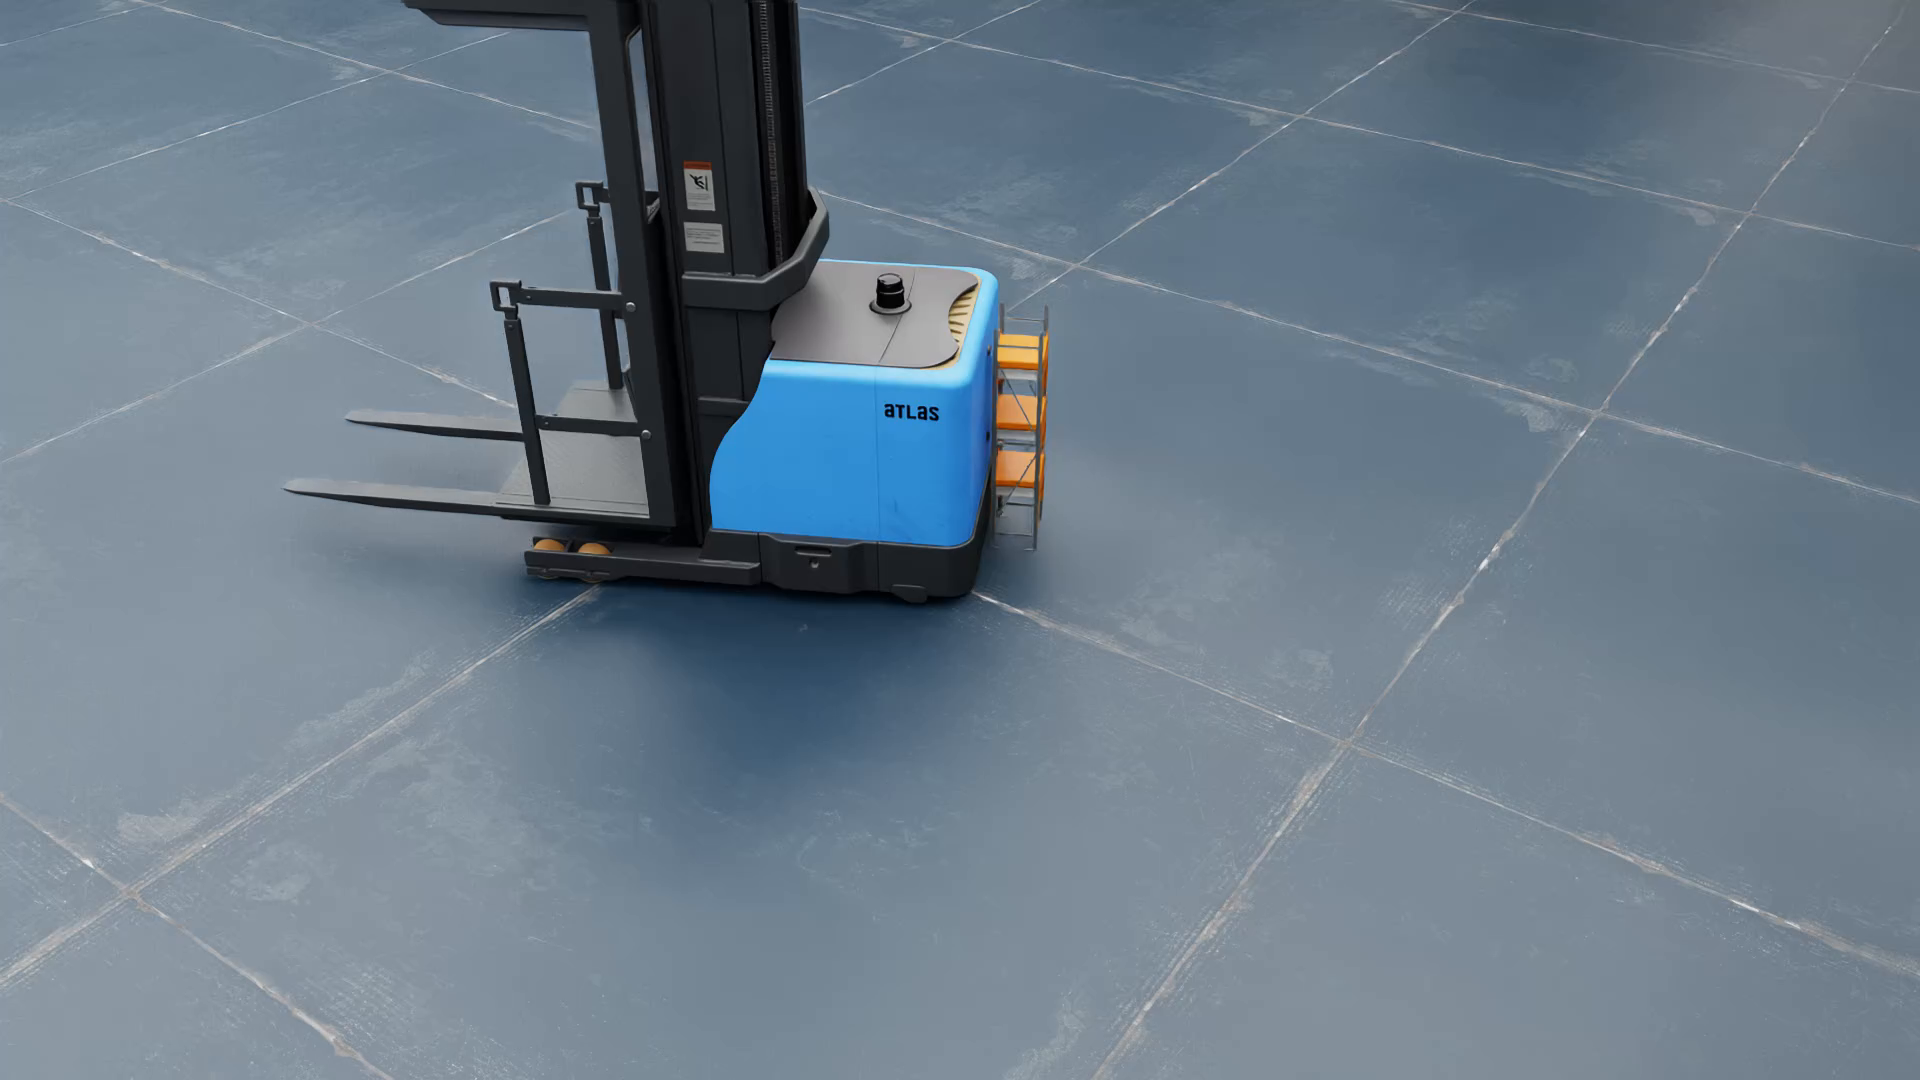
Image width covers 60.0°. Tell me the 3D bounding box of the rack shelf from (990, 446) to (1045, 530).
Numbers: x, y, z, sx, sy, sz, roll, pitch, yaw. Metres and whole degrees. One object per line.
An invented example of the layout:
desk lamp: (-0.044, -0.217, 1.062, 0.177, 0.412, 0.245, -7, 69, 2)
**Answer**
rack shelf: (0.248, -0.224, 7.159, 0.215, 0.259, 0.240, 4, 34, 6)

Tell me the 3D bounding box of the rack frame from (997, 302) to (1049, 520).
rack frame: (0.264, -0.531, 7.098, 0.200, 1.050, 0.008, 4, 34, 6)

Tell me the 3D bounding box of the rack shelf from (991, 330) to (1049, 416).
rack shelf: (0.248, -0.689, 6.845, 0.215, 0.259, 0.240, 4, 34, 6)

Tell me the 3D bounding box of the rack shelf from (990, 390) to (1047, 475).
rack shelf: (0.248, -0.454, 7.004, 0.215, 0.259, 0.240, 4, 34, 6)

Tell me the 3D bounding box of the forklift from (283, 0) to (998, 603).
forklift: (-1.384, -1.321, 6.588, 3.031, 2.935, 1.130, 4, 34, 7)

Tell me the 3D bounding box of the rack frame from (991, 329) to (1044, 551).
rack frame: (0.232, -0.395, 6.897, 0.200, 1.050, 0.008, 4, 34, 6)

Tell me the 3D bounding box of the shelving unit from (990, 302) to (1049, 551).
shelving unit: (0.248, -0.463, 6.998, 0.215, 1.050, 0.252, 4, 34, 6)
